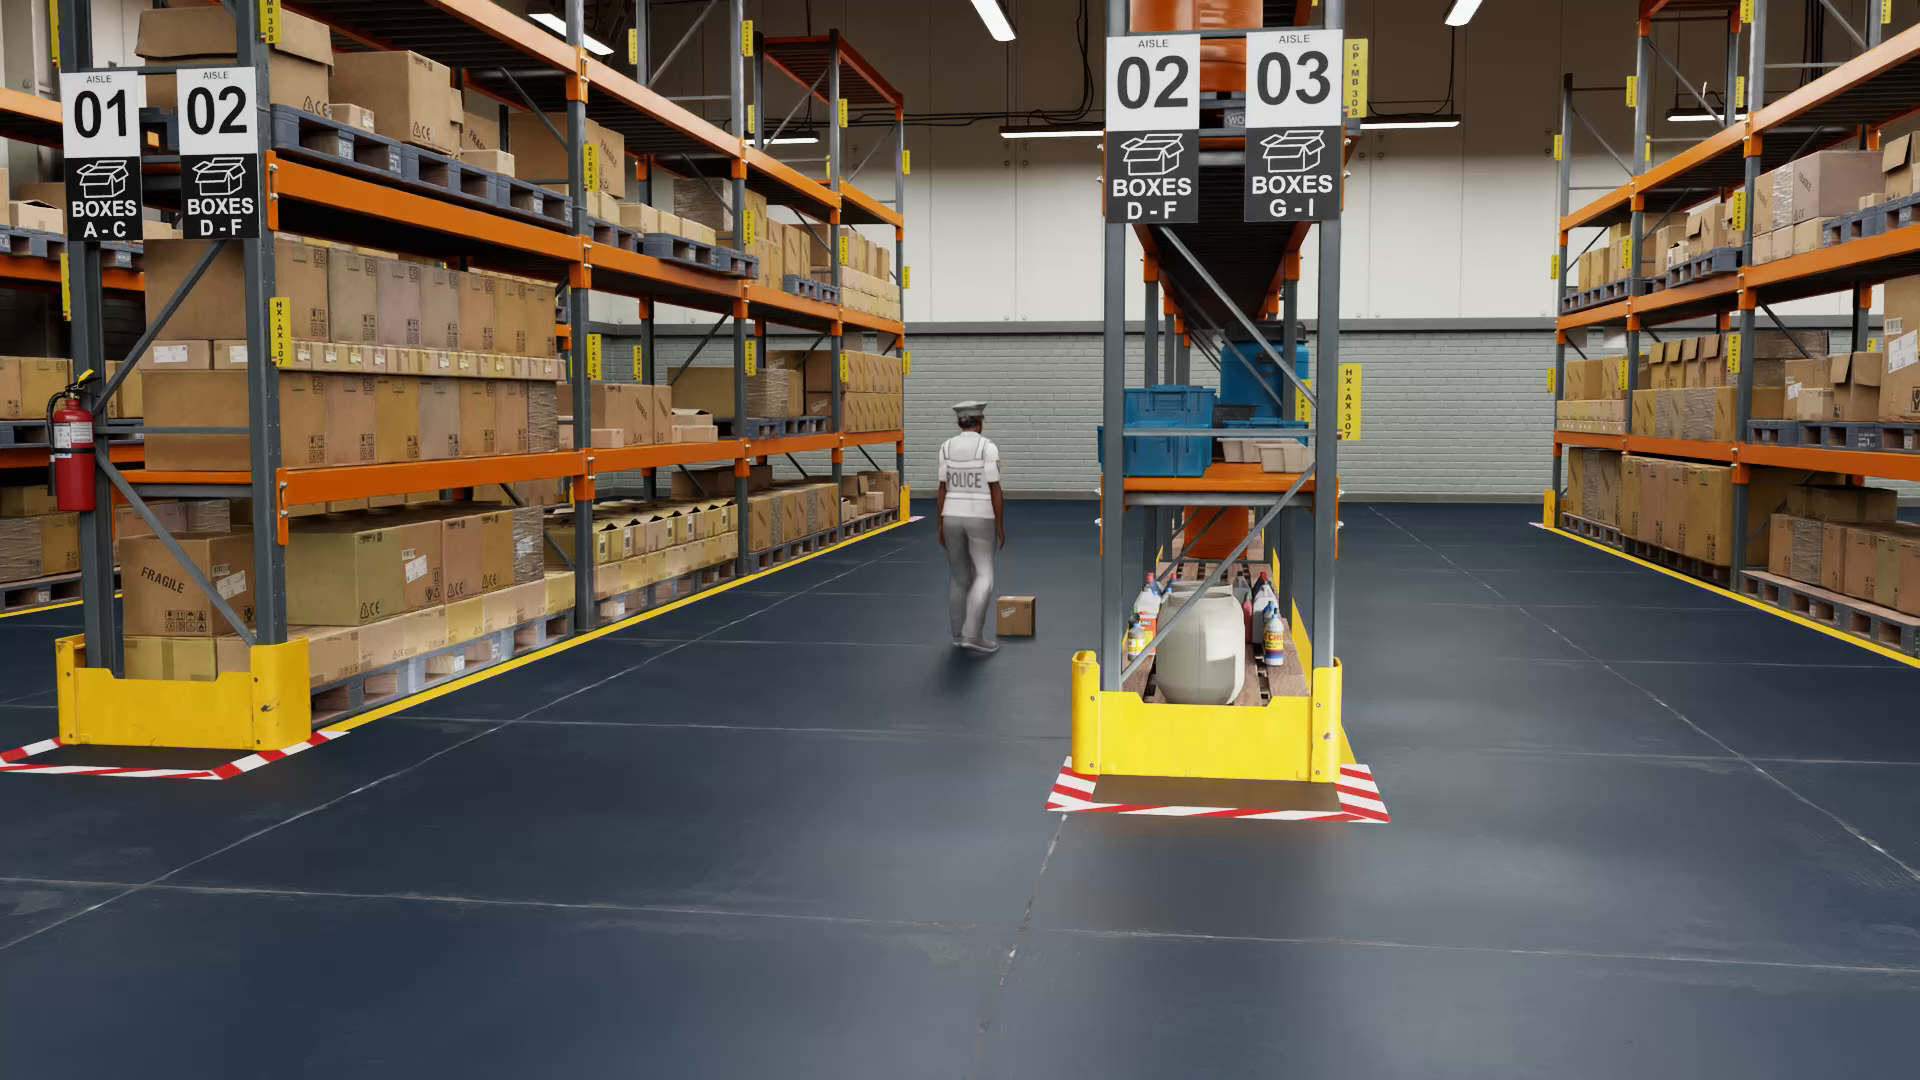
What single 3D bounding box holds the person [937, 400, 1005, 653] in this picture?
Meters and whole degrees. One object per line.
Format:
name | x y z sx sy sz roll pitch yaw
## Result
person | 0.082 -0.095 11.016 0.484 1.653 0.649 2 5 28
